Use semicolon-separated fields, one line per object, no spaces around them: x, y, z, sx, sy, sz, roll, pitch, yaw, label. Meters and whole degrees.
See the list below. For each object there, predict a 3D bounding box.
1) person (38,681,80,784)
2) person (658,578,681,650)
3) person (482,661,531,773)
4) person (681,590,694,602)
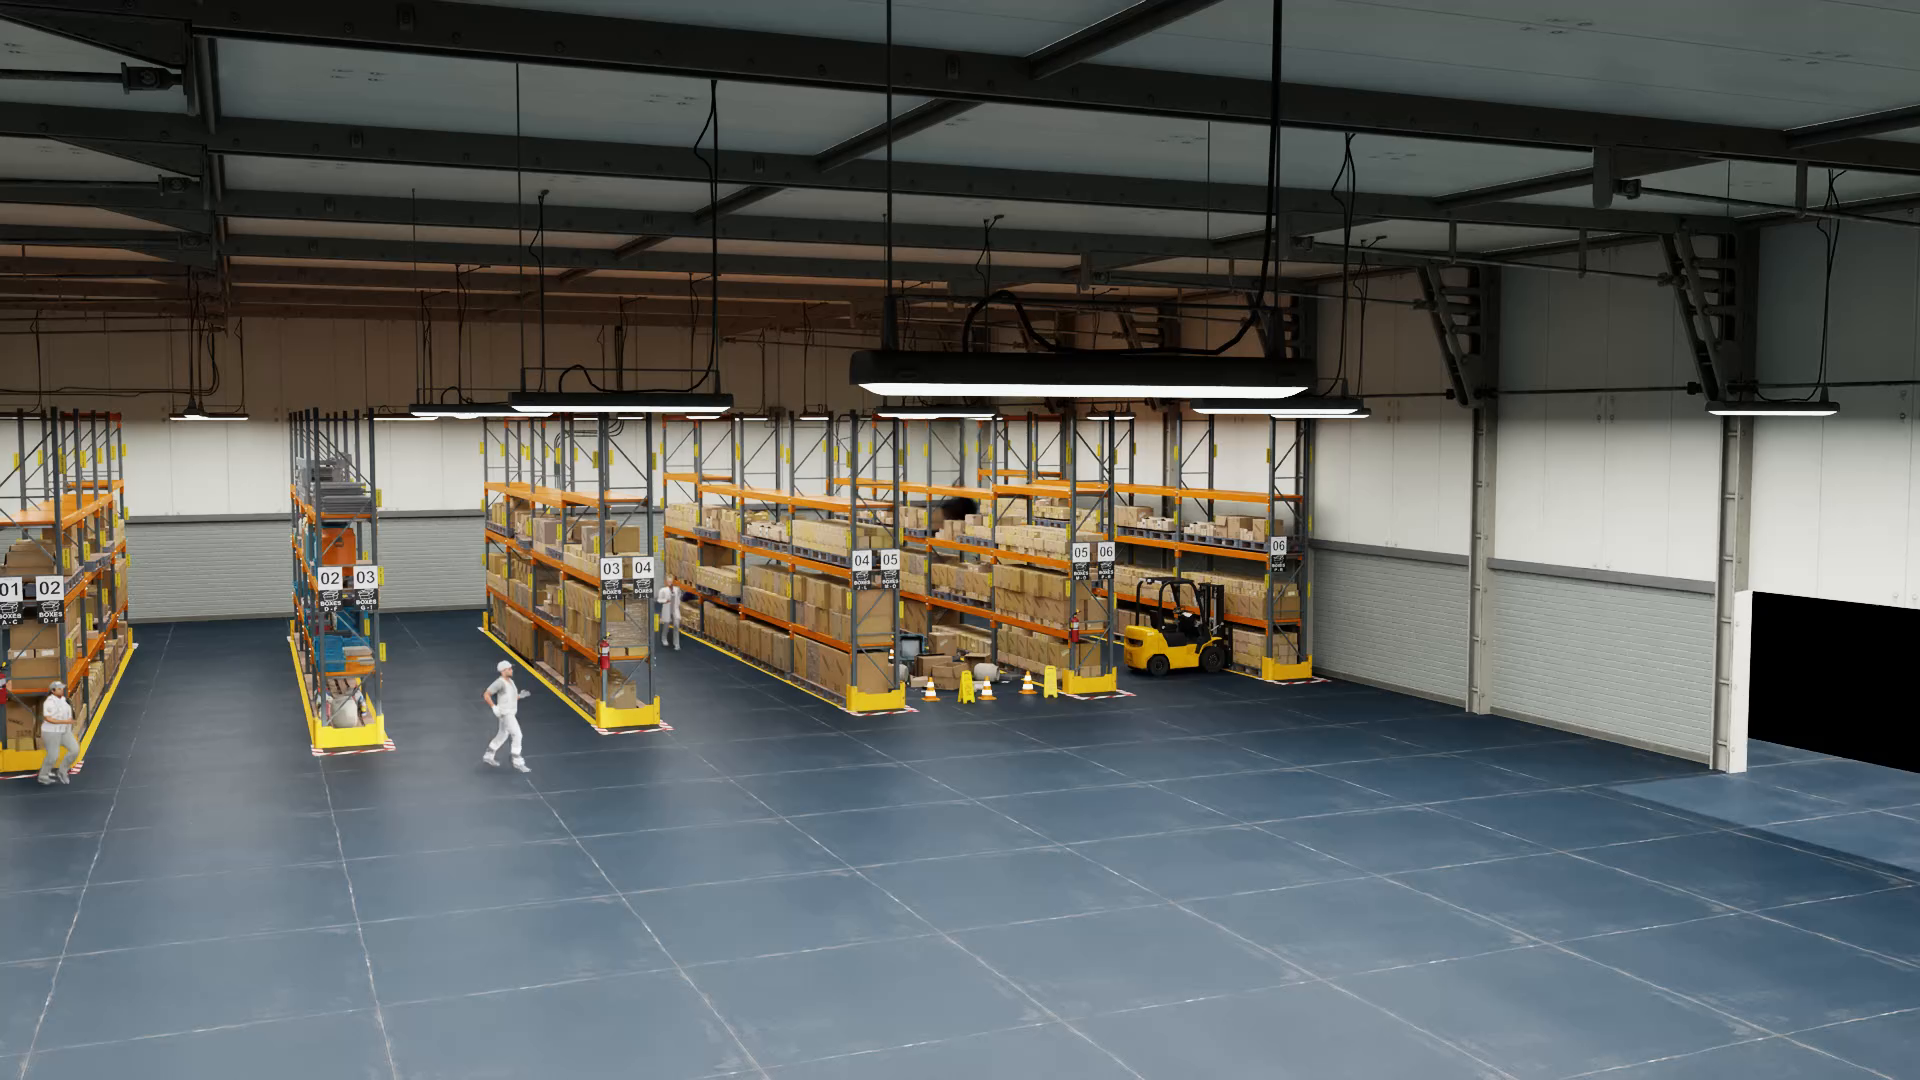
-14.258;3.066;26.321;0.675;1.693;0.620;1;4;7;person
-7.396;1.860;42.385;0.654;1.824;0.953;-2;4;-24;person
-7.456;2.900;27.326;0.824;1.838;0.656;0;4;0;person
-7.987;1.487;49.457;0.682;1.563;0.683;0;4;-2;person
